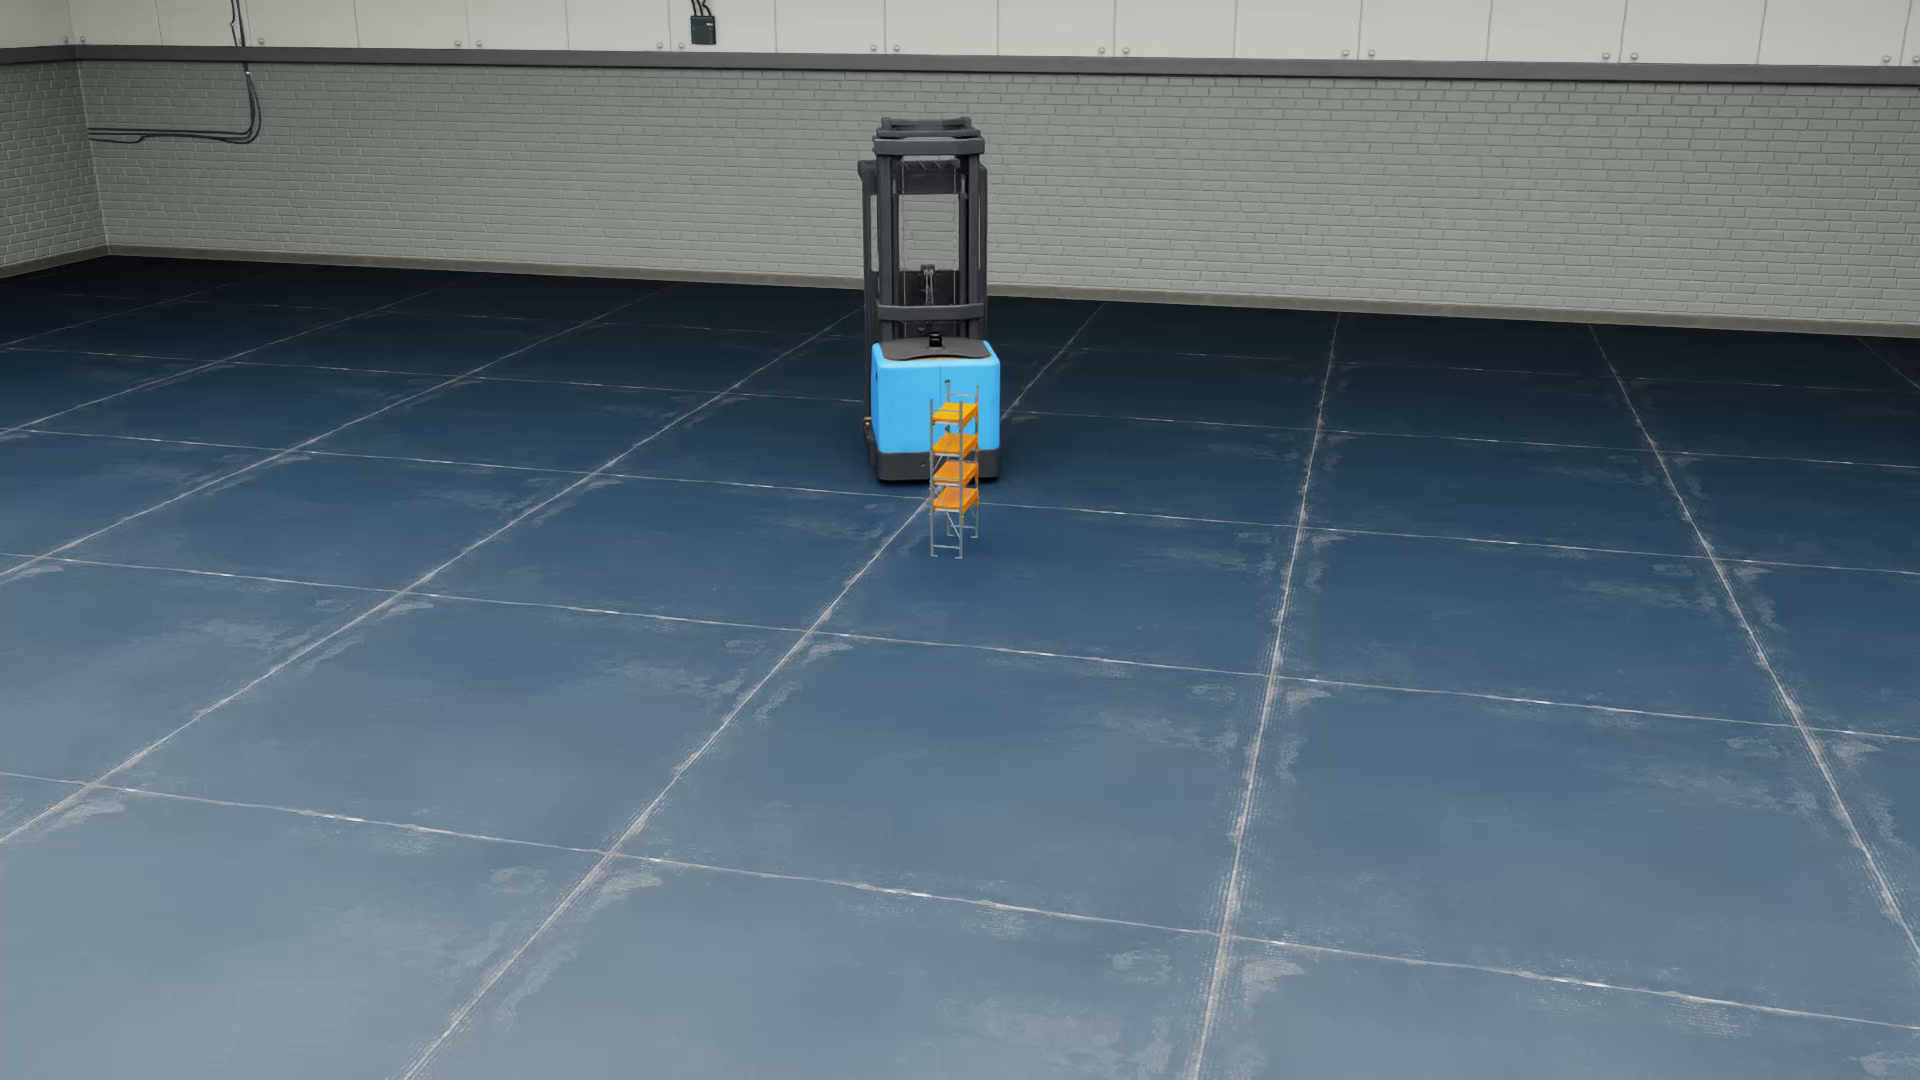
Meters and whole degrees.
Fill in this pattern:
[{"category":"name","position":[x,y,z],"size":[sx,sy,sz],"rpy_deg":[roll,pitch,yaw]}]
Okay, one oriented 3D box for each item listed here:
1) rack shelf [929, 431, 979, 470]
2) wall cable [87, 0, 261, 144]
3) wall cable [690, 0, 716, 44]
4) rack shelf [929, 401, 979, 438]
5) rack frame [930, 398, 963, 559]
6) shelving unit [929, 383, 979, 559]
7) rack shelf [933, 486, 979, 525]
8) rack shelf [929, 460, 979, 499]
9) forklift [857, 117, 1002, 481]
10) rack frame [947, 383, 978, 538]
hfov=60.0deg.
[{"category":"rack shelf","position":[-0.040,-0.664,12.291],"size":[0.258,0.148,0.480],"rpy_deg":[5,19,13]},{"category":"wall cable","position":[-11.645,-7.037,24.172],"size":[3.097,2.526,0.112],"rpy_deg":[5,19,13]},{"category":"wall cable","position":[-2.443,-9.361,20.911],"size":[2.305,6.003,0.169],"rpy_deg":[5,19,13]},{"category":"rack shelf","position":[-0.040,-0.888,12.215],"size":[0.258,0.148,0.480],"rpy_deg":[5,19,13]},{"category":"rack frame","position":[-0.100,-0.439,12.118],"size":[0.240,1.200,0.015],"rpy_deg":[5,19,13]},{"category":"shelving unit","position":[-0.040,-0.516,12.342],"size":[0.258,1.200,0.503],"rpy_deg":[5,19,13]},{"category":"rack shelf","position":[-0.040,-0.264,12.428],"size":[0.258,0.148,0.480],"rpy_deg":[5,19,13]},{"category":"rack shelf","position":[-0.040,-0.452,12.363],"size":[0.258,0.148,0.480],"rpy_deg":[5,19,13]},{"category":"forklift","position":[-0.334,-2.317,14.937],"size":[1.130,2.935,3.031],"rpy_deg":[-2,19,-6]},{"category":"rack frame","position":[0.019,-0.592,12.566],"size":[0.240,1.200,0.015],"rpy_deg":[5,19,13]}]
